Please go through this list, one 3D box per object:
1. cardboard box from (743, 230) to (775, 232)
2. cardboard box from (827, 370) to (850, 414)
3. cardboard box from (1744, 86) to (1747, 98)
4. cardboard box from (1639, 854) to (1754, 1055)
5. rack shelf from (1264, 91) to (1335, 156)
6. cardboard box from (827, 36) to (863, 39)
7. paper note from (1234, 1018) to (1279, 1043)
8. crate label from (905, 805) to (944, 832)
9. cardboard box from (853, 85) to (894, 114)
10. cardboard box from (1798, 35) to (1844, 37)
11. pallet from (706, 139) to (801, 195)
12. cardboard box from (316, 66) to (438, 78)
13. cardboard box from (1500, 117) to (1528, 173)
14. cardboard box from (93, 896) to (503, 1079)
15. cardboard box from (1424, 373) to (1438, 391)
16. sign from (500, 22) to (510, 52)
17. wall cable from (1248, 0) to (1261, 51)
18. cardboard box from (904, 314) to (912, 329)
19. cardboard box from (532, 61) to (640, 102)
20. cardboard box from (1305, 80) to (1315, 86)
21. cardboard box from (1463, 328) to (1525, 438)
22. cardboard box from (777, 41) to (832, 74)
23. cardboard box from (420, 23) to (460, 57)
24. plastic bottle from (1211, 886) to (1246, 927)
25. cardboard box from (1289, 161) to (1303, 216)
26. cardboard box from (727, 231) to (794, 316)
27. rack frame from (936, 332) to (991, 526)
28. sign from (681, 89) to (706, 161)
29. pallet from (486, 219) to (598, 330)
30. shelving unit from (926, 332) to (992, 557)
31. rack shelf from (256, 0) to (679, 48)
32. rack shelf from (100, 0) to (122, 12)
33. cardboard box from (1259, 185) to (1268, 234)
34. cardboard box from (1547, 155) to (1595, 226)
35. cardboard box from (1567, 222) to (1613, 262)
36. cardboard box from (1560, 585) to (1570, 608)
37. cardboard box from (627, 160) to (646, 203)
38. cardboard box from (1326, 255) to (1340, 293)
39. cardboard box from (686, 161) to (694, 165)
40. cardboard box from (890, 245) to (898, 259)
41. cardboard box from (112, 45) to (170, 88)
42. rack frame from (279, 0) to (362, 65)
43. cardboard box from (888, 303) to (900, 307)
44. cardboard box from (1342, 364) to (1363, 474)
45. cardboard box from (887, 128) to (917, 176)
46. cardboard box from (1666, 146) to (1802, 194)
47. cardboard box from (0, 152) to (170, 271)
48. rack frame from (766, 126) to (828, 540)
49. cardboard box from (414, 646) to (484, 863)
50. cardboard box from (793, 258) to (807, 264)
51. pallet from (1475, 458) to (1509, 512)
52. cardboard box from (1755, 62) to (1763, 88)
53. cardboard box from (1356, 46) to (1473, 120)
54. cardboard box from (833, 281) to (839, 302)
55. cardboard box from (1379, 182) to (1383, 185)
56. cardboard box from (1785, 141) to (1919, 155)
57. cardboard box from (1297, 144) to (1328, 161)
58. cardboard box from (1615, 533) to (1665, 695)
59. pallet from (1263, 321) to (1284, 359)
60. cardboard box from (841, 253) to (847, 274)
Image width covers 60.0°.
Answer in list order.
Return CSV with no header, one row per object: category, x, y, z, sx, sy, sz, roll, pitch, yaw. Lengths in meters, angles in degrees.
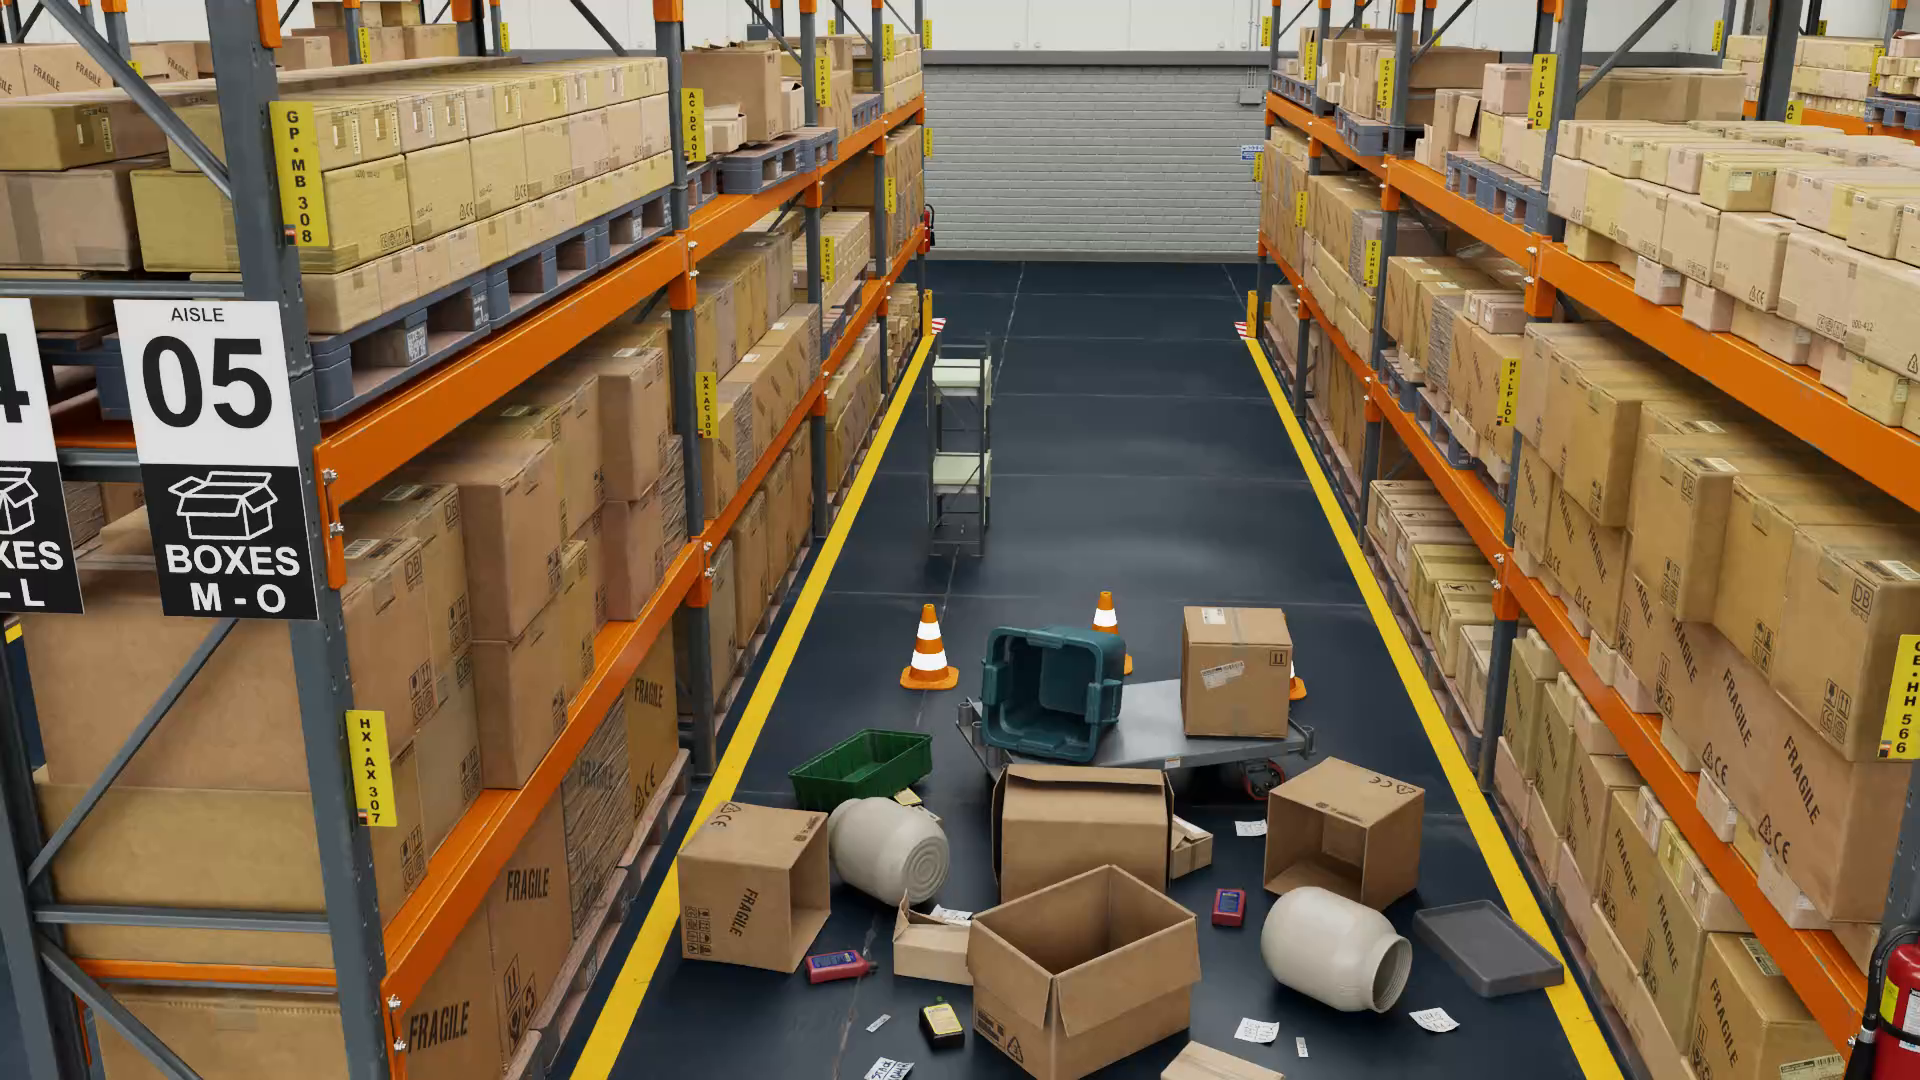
cardboard box,-1.788,-2.551,14.164,0.380,0.149,0.250,2,18,6
cardboard box,-1.169,-1.194,13.384,0.500,0.250,0.500,1,18,3
cardboard box,8.725,-4.886,18.102,0.380,0.149,0.250,2,18,5
cardboard box,2.706,1.438,5.754,0.500,0.500,0.500,2,18,6
rack shelf,3.878,-4.327,17.150,1.077,0.370,4.000,1,18,4
cardboard box,-1.233,-5.310,17.793,0.380,0.149,0.250,2,18,5
paper note,1.168,1.922,6.526,0.148,0.019,0.142,8,20,23
crate label,-0.233,1.387,7.971,0.298,0.136,0.250,-13,22,-34
cardboard box,-0.913,-4.194,15.828,0.500,0.250,0.500,2,18,7
cardboard box,9.220,-5.344,18.058,0.500,0.250,0.500,1,18,2
pallet,-1.567,-2.247,9.948,1.003,0.211,1.213,2,18,6
cardboard box,-2.219,-1.727,6.347,0.380,0.149,0.250,1,18,5
cardboard box,3.100,-2.033,8.561,0.500,0.250,0.500,2,18,5
cardboard box,-2.087,1.623,5.390,0.875,0.875,0.875,1,18,4
cardboard box,3.140,-1.031,10.482,0.380,0.149,0.250,2,18,7
sign,-5.322,-5.878,19.433,0.100,0.325,0.005,1,18,4
wall cable,4.149,-8.489,23.878,0.463,3.000,0.029,1,18,4
cardboard box,-0.736,-2.437,18.471,0.380,0.149,0.250,2,18,5
cardboard box,-1.528,-1.872,6.789,0.380,0.149,0.250,1,18,4
cardboard box,3.462,-4.437,15.710,0.396,0.266,0.258,2,18,6
cardboard box,3.000,-0.829,8.823,0.500,0.500,0.500,1,18,4
cardboard box,-1.176,-3.656,12.556,0.396,0.266,0.258,1,18,4
cardboard box,-5.847,-5.643,19.016,0.700,0.500,0.500,0,18,1
plastic bottle,1.198,1.617,7.389,0.133,0.061,0.283,4,19,13
cardboard box,3.538,-3.455,16.385,0.500,0.500,0.500,1,18,3
cardboard box,-1.538,-1.843,11.464,0.700,0.500,0.500,1,18,4
rack frame,0.026,-0.824,12.530,0.400,1.500,0.023,1,18,4
sign,-1.229,-1.914,7.672,0.100,0.325,0.005,1,18,4
pallet,-1.942,-0.969,5.887,1.003,0.211,1.213,1,18,4
shelving unit,0.000,-0.711,12.183,0.431,1.500,0.755,1,18,4
rack shelf,-1.926,-1.915,5.613,1.077,0.370,4.000,1,18,4
rack shelf,-6.580,-3.299,9.838,1.077,0.370,4.000,1,18,4
cardboard box,3.701,-3.770,18.950,0.500,0.500,0.500,1,18,3
cardboard box,2.857,-1.503,7.138,0.500,0.250,0.500,1,18,3
cardboard box,2.817,-1.273,7.076,0.380,0.149,0.250,1,18,4
cardboard box,2.864,0.235,7.292,0.380,0.149,0.250,1,18,4
cardboard box,-1.525,-1.491,6.908,0.380,0.149,0.250,2,18,5
cardboard box,3.316,-2.183,13.705,0.500,0.250,0.500,1,18,2
cardboard box,-1.491,-2.008,8.296,0.258,0.266,0.396,1,18,3
cardboard box,-0.843,-2.990,17.134,0.380,0.149,0.250,2,18,5
cardboard box,-6.464,-3.467,12.528,0.797,0.503,0.637,2,18,7
rack frame,-6.149,-5.695,15.351,1.000,3.000,0.127,1,18,4
cardboard box,-0.850,-2.498,18.179,0.380,0.149,0.250,1,18,2
cardboard box,3.649,-1.060,13.578,0.875,0.875,0.875,2,18,5
cardboard box,-0.744,-4.303,18.494,0.500,0.500,0.500,1,18,2
cardboard box,2.775,-1.327,5.960,0.380,0.149,0.250,1,18,3
cardboard box,-2.313,-0.876,4.389,0.500,0.250,0.500,2,18,5
rack frame,-1.496,-1.459,12.060,1.000,3.000,0.127,1,18,4
cardboard box,-2.071,0.666,5.331,0.875,0.550,0.550,1,18,4
cardboard box,-1.253,-2.045,12.621,0.380,0.149,0.250,1,18,2
pallet,3.361,-0.281,8.771,1.003,0.211,1.213,1,18,4
cardboard box,8.604,-4.802,17.207,0.500,0.250,0.500,1,18,2
cardboard box,3.330,-3.365,12.222,0.700,0.500,0.500,0,18,1
cardboard box,-1.190,-2.008,13.462,0.380,0.149,0.250,2,18,6
cardboard box,3.924,-2.840,14.507,0.500,0.500,0.500,2,18,5
cardboard box,3.297,-1.396,6.171,0.380,0.149,0.250,1,18,3
cardboard box,3.577,-3.871,16.610,0.380,0.149,0.250,1,18,3
cardboard box,2.774,0.273,6.134,0.500,0.500,0.500,1,18,5
pallet,4.043,-2.290,19.072,1.003,0.211,1.213,1,18,4
cardboard box,-1.155,-2.310,13.908,0.380,0.149,0.250,2,18,6
